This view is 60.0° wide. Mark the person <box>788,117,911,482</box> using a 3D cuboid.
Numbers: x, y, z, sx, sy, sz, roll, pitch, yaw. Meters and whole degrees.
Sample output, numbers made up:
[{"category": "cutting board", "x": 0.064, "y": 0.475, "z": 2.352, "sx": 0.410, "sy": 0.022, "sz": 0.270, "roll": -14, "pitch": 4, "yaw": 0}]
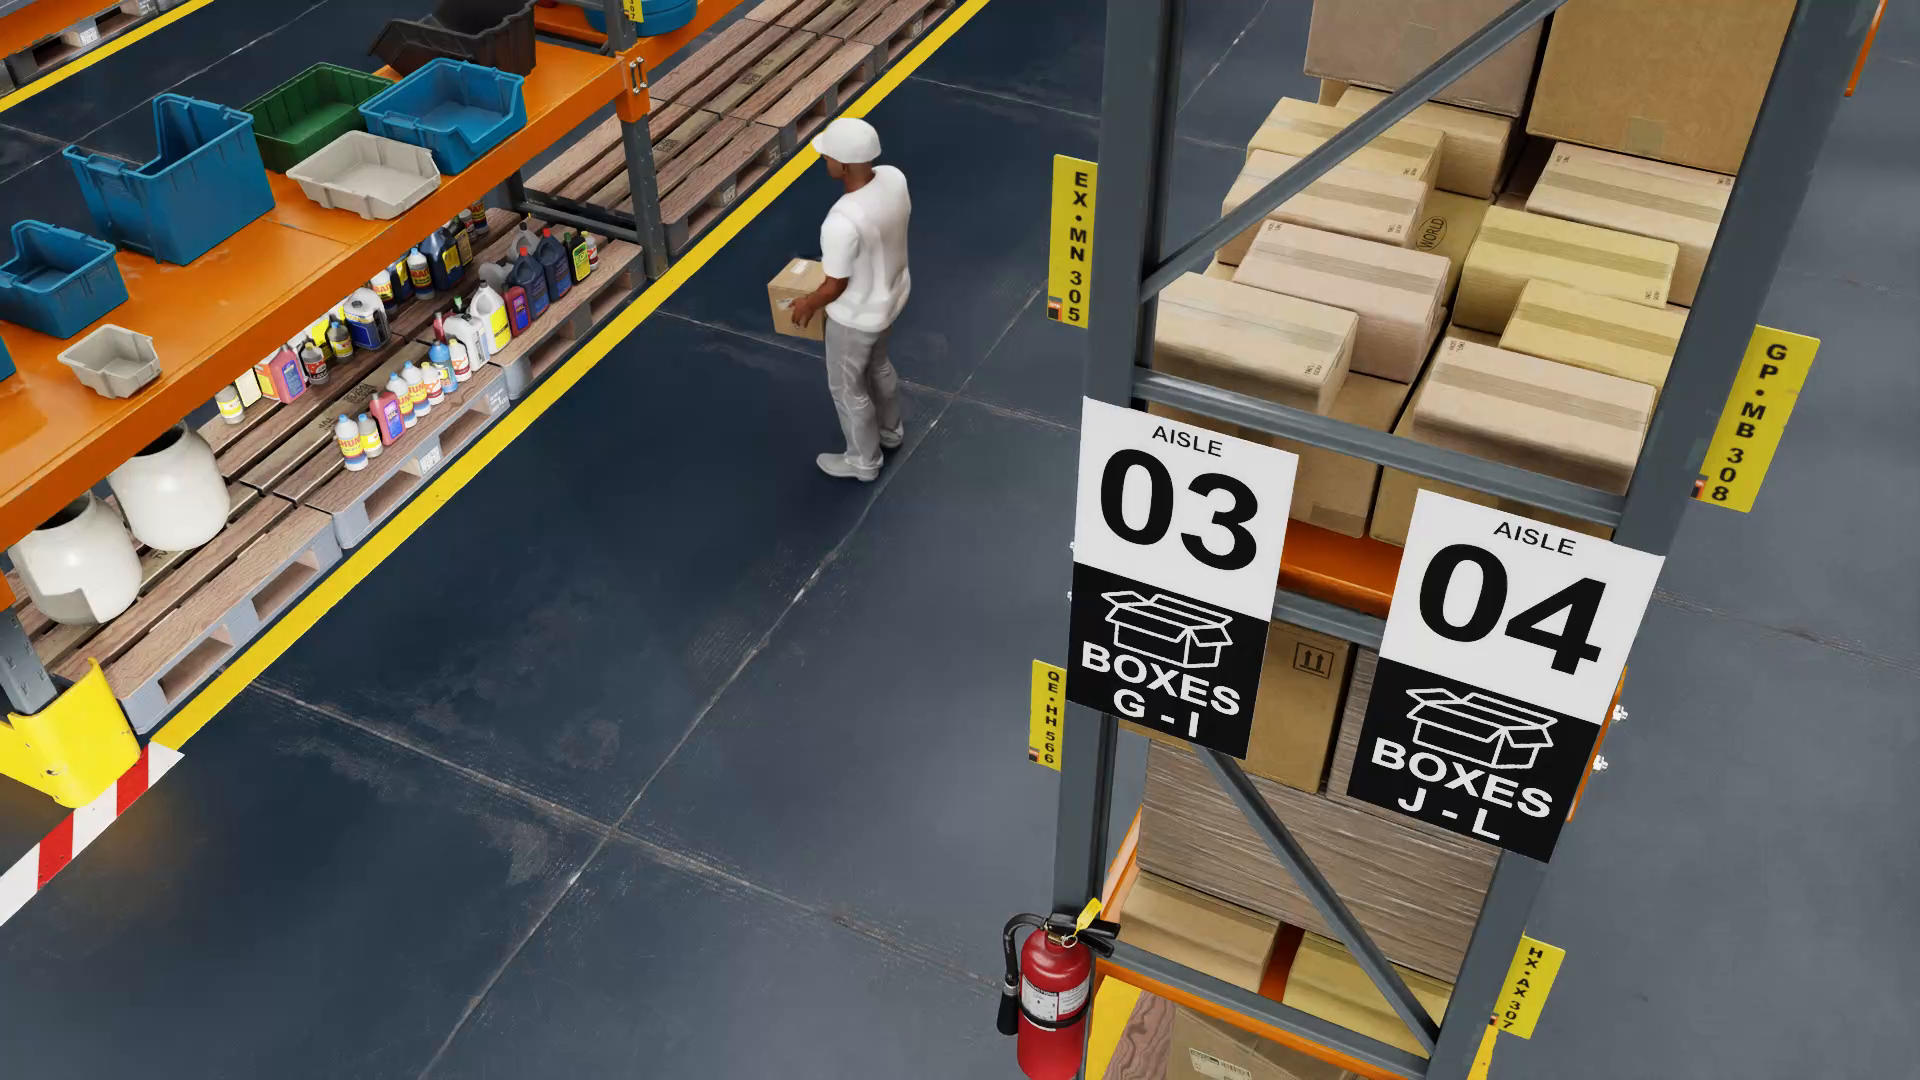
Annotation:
[{"category": "person", "x": -0.472, "y": -1.052, "z": 7.321, "sx": 0.482, "sy": 1.767, "sz": 0.569, "roll": 17, "pitch": 44, "yaw": 18}]
